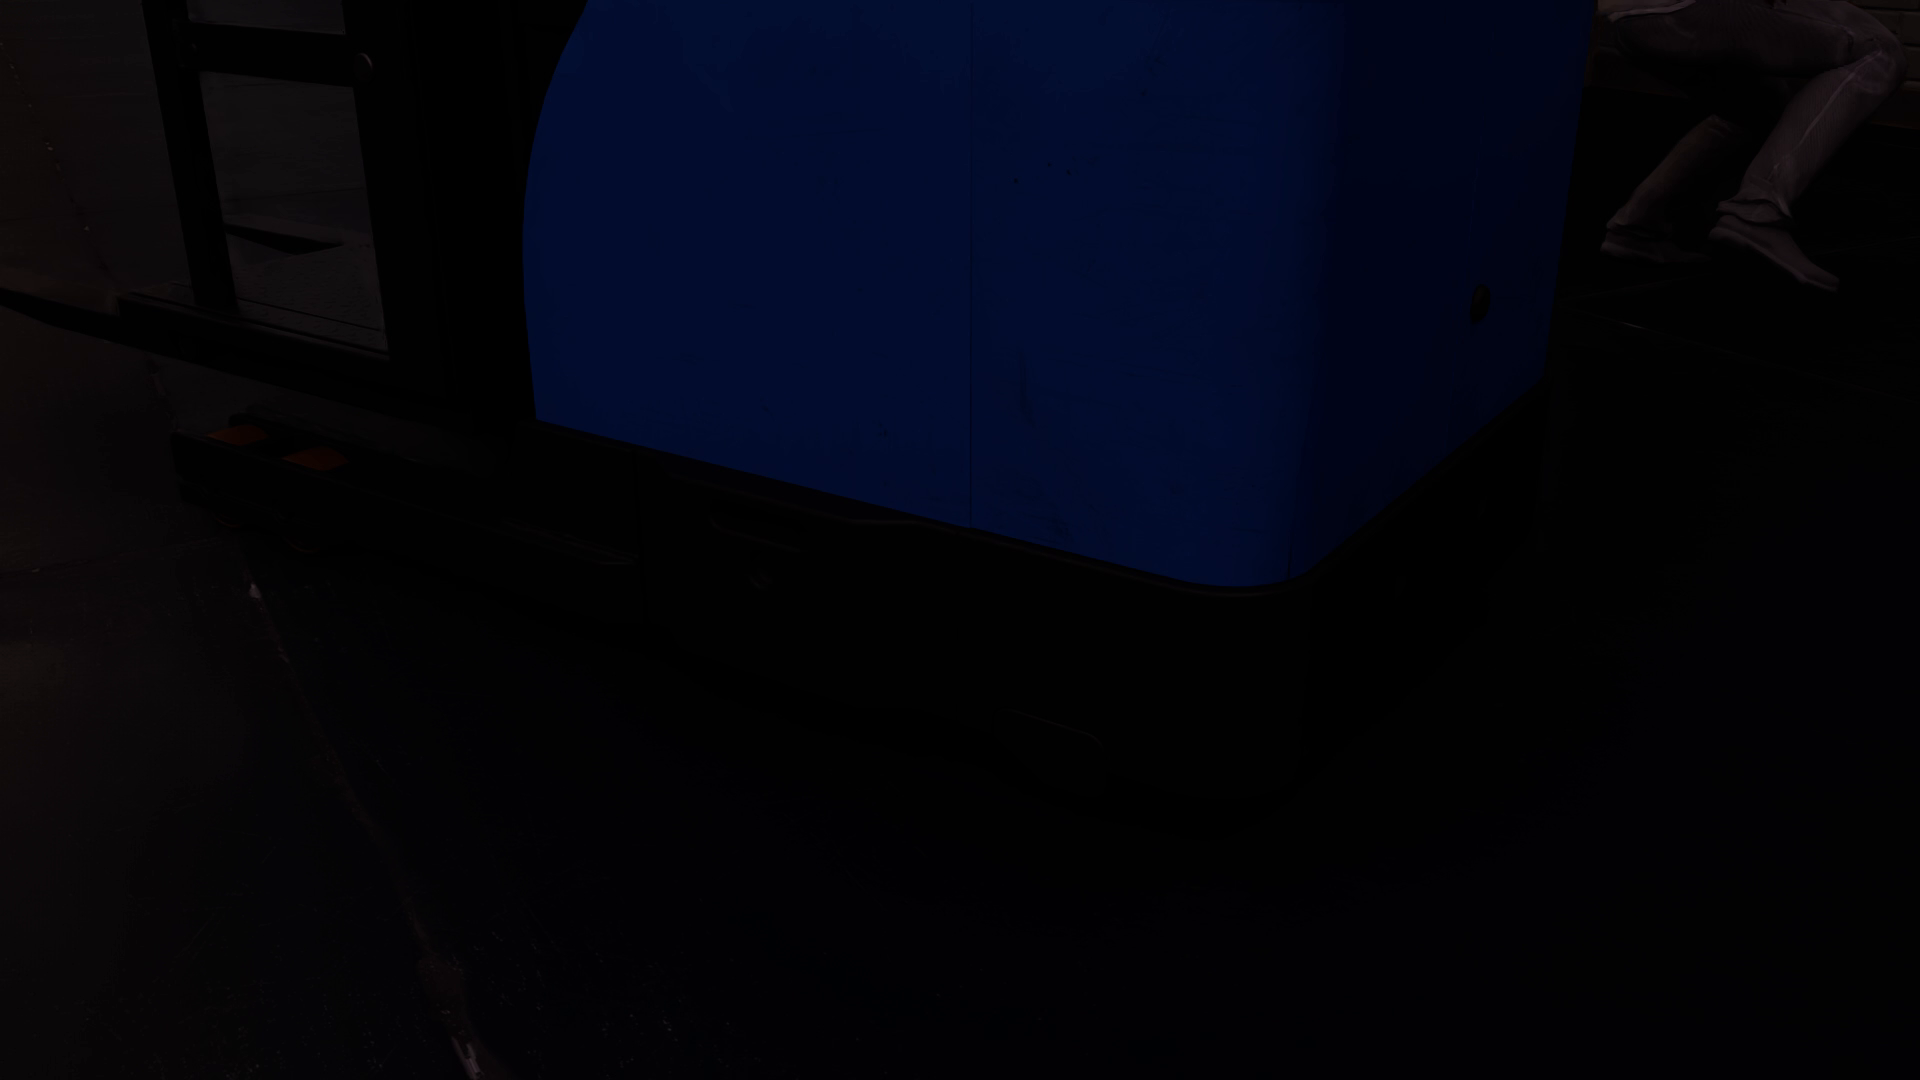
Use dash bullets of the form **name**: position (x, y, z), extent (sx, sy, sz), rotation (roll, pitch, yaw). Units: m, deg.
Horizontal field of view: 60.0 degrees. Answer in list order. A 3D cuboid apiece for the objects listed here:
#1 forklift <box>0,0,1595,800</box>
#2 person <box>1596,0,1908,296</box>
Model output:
- **forklift**: position (-0.651, -1.483, 2.388), extent (3.031, 2.935, 1.130), rotation (14, 26, 31)
- **person**: position (1.857, -1.296, 3.886), extent (0.682, 1.527, 0.836), rotation (5, 23, 12)
